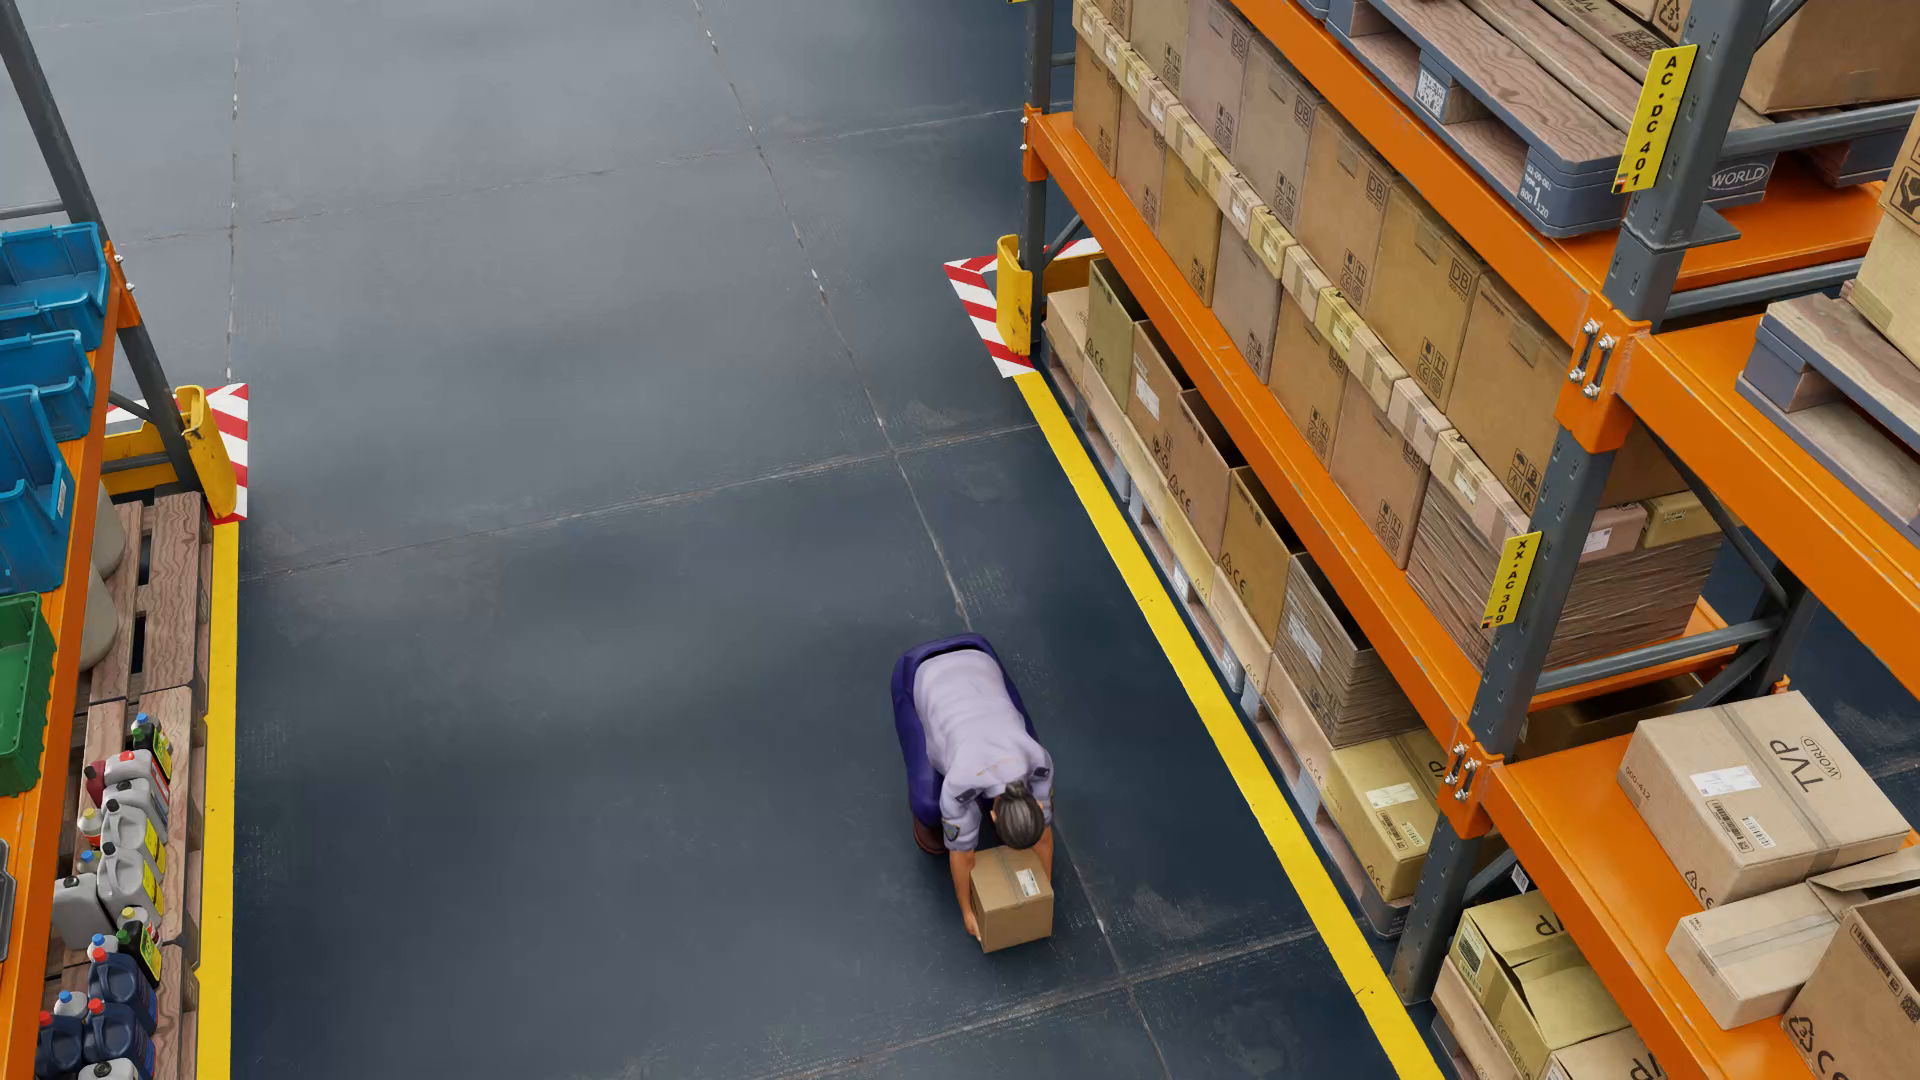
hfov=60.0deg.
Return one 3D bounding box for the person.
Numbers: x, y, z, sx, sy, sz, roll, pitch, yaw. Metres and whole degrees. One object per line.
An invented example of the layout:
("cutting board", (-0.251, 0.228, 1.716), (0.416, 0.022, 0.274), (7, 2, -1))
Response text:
("person", (0.022, 0.429, 5.699), (0.544, 1.651, 0.423), (-14, 44, -14))
